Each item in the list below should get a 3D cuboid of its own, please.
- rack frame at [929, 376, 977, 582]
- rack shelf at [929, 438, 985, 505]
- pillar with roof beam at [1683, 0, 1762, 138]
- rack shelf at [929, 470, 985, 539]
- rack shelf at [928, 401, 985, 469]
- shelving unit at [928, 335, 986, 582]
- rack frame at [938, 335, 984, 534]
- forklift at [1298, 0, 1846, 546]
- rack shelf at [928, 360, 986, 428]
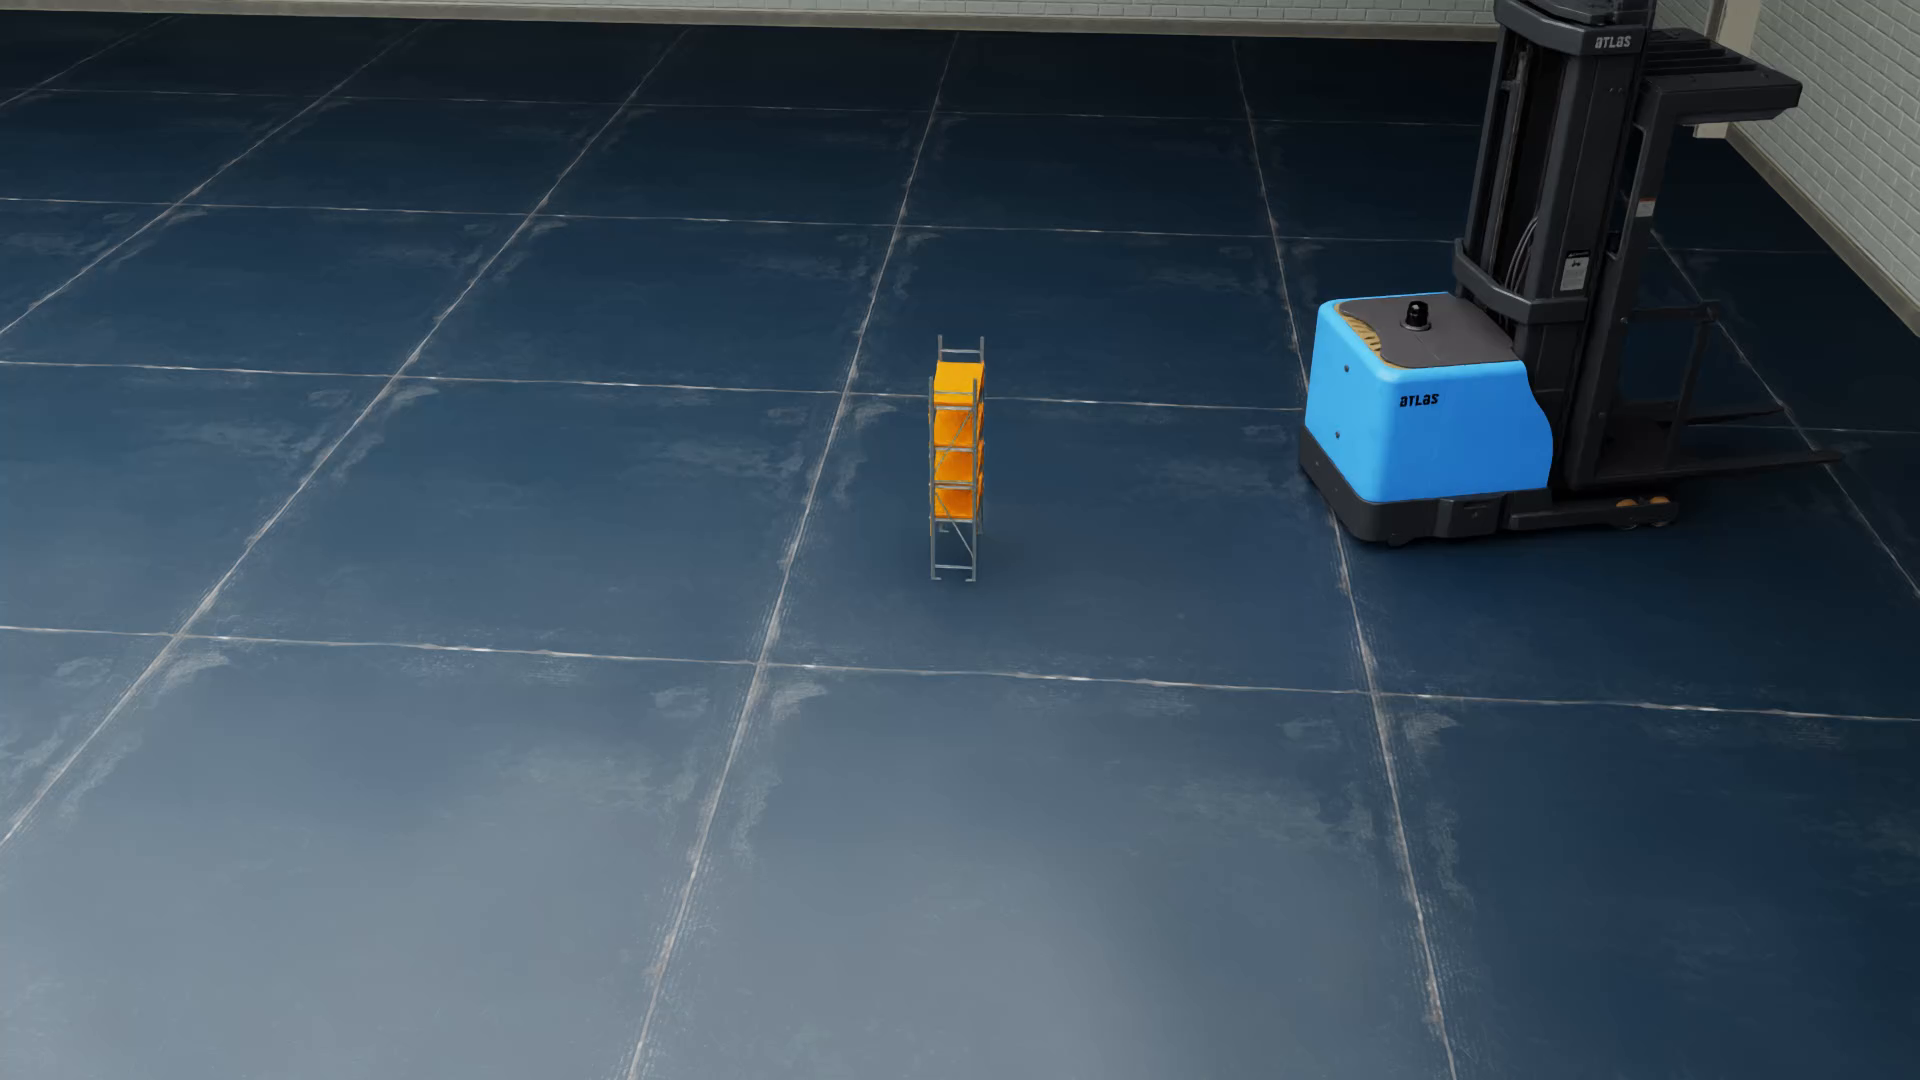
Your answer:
[{"bbox_3d":[-0.033,-0.297,8.588,0.240,1.200,0.015,2,32,4],"label":"rack frame"},{"bbox_3d":[-0.013,-0.367,8.830,0.258,0.148,0.480,2,32,4],"label":"rack shelf"},{"bbox_3d":[2.607,-7.800,13.330,9.100,9.000,0.400,2,32,4],"label":"pillar with roof beam"},{"bbox_3d":[-0.013,-0.198,8.934,0.258,0.148,0.480,2,32,4],"label":"rack shelf"},{"bbox_3d":[-0.013,-0.557,8.713,0.258,0.148,0.480,2,32,4],"label":"rack shelf"},{"bbox_3d":[-0.013,-0.424,8.795,0.258,1.200,0.503,2,32,4],"label":"shelving unit"},{"bbox_3d":[0.006,-0.552,9.002,0.240,1.200,0.015,2,32,4],"label":"rack frame"},{"bbox_3d":[3.576,-1.576,9.014,3.031,2.935,1.130,-5,32,-8],"label":"forklift"},{"bbox_3d":[-0.014,-0.759,8.589,0.258,0.148,0.480,2,32,4],"label":"rack shelf"}]
